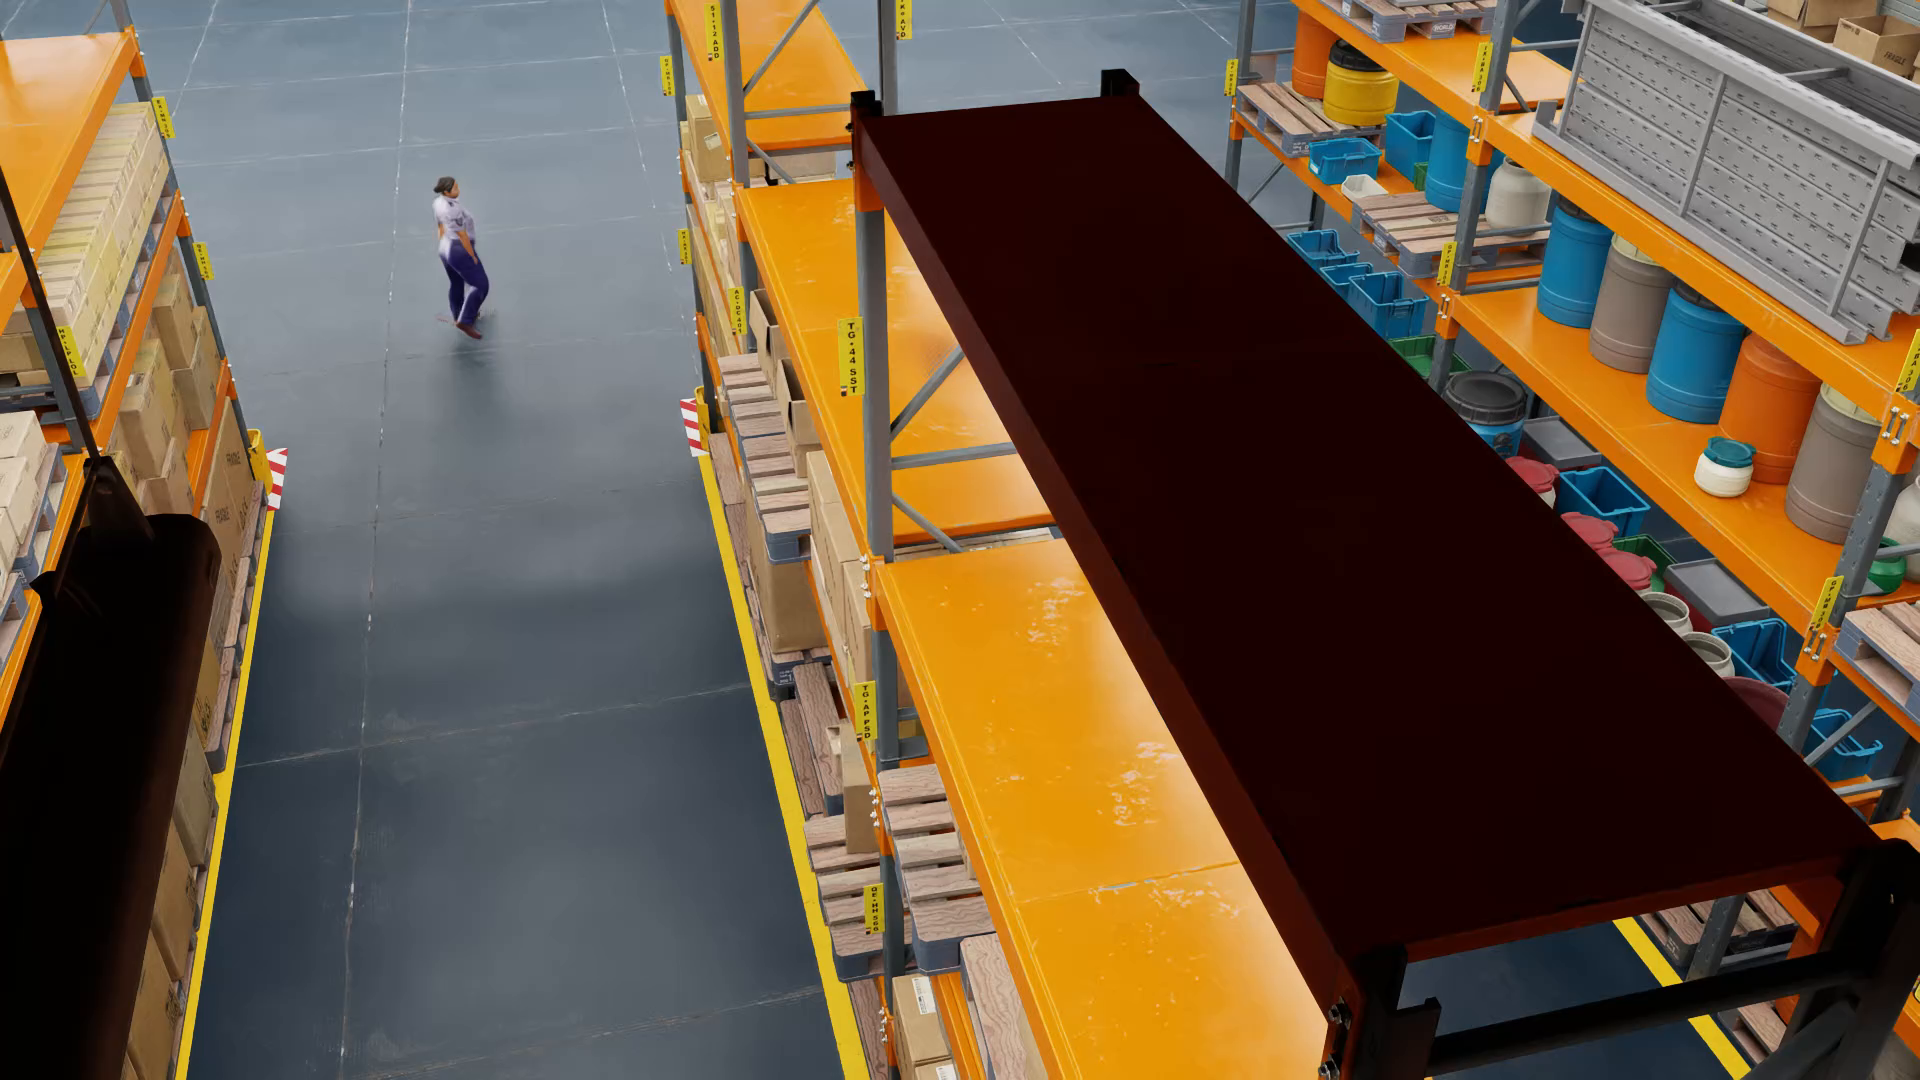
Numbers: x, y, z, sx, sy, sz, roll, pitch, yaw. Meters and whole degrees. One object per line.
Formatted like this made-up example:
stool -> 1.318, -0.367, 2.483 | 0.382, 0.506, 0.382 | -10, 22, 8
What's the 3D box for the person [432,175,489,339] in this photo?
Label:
person -> -5.090, -2.871, 16.827 | 0.411, 1.658, 0.585 | -25, 41, -31
